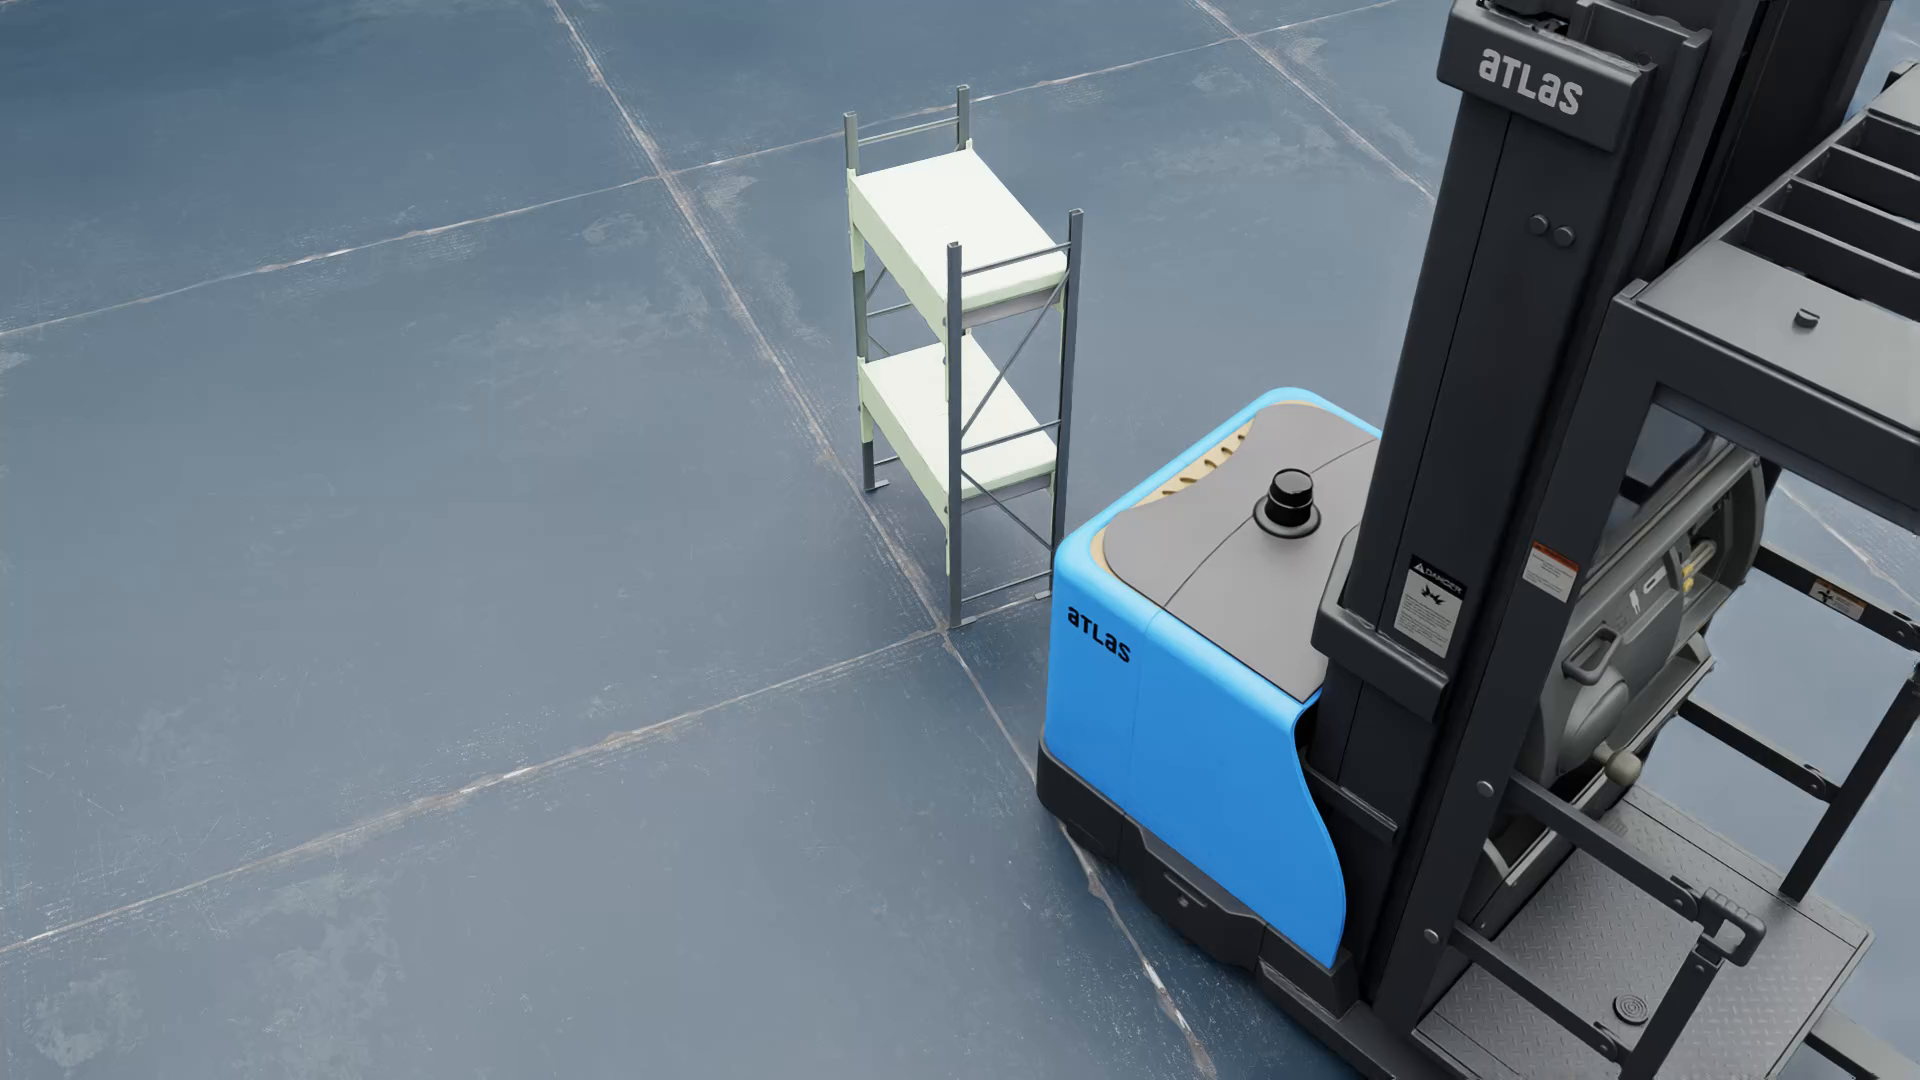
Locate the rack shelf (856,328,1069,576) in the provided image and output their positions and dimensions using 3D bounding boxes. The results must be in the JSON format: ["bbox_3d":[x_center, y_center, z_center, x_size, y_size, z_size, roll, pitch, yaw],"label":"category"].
[{"bbox_3d":[-0.003,-0.306,5.457,0.431,0.370,0.720,-18,47,-17],"label":"rack shelf"}]

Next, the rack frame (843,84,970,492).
[{"bbox_3d":[-0.157,-0.771,5.464,0.400,1.500,0.023,-18,47,-17],"label":"rack frame"}]

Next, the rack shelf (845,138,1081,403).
[{"bbox_3d":[-0.003,-0.816,4.953,0.431,0.370,0.720,-18,47,-17],"label":"rack shelf"}]

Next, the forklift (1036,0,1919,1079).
[{"bbox_3d":[1.617,0.240,3.420,1.130,2.935,3.031,-35,54,-30],"label":"forklift"}]

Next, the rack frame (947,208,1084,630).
[{"bbox_3d":[0.151,-0.305,4.991,0.400,1.500,0.023,-18,47,-17],"label":"rack frame"}]

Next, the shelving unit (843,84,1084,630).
[{"bbox_3d":[-0.003,-0.538,5.228,0.431,1.500,0.755,-18,47,-17],"label":"shelving unit"}]
